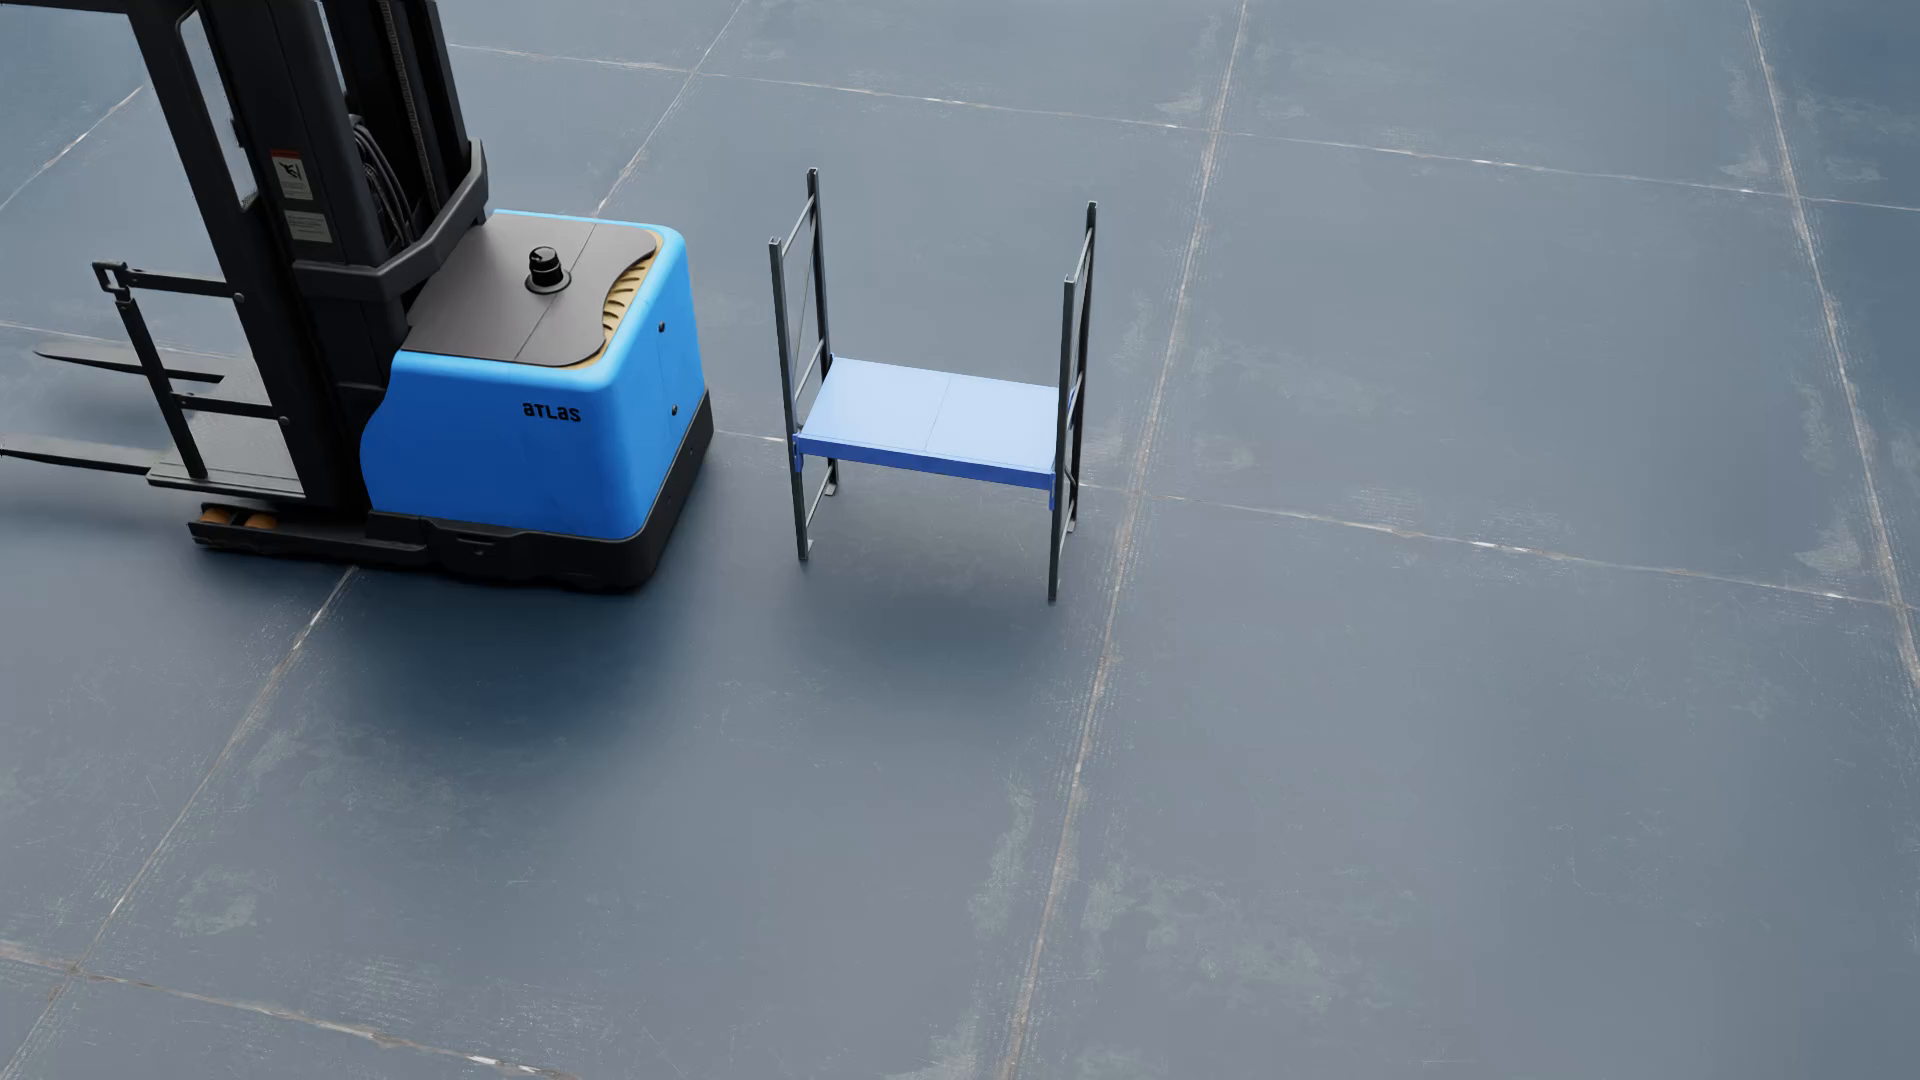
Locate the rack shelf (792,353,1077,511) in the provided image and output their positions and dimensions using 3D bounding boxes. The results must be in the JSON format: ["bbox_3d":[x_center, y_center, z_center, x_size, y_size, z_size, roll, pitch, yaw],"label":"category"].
[{"bbox_3d":[-0.083,-0.424,6.368,1.000,0.185,0.538,9,45,9],"label":"rack shelf"}]

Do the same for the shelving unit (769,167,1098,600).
[{"bbox_3d":[-0.083,-0.553,6.243,1.048,1.500,0.538,9,45,9],"label":"shelving unit"}]

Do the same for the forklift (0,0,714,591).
[{"bbox_3d":[-2.621,-1.351,6.040,3.031,2.935,1.130,7,44,7],"label":"forklift"}]

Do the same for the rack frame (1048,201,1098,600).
[{"bbox_3d":[0.413,-0.476,6.163,0.032,1.500,0.500,9,45,9],"label":"rack frame"}]

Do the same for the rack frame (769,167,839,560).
[{"bbox_3d":[-0.579,-0.630,6.323,0.032,1.500,0.500,9,45,9],"label":"rack frame"}]
